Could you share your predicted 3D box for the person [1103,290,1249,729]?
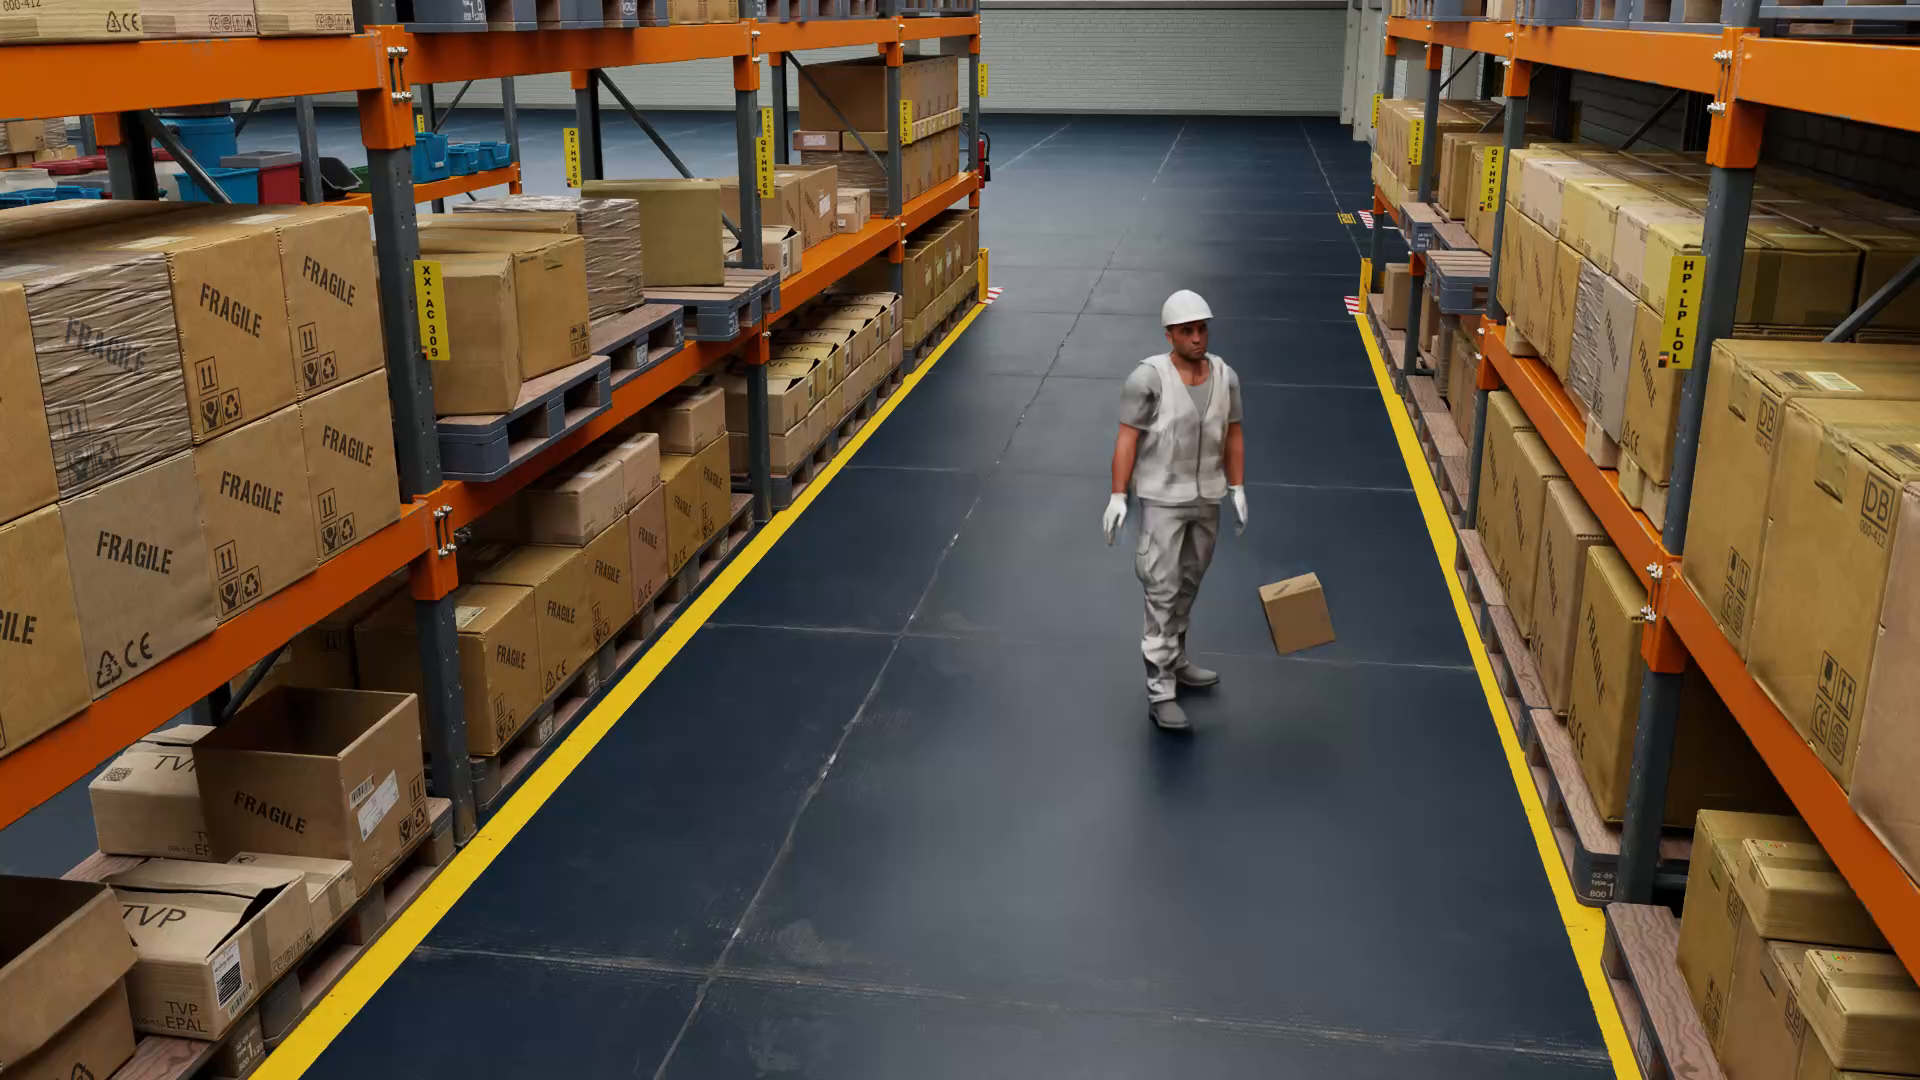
[{"bbox_3d":[0.907,-0.132,6.892,0.693,1.789,0.634,-8,20,-24],"label":"person"}]
